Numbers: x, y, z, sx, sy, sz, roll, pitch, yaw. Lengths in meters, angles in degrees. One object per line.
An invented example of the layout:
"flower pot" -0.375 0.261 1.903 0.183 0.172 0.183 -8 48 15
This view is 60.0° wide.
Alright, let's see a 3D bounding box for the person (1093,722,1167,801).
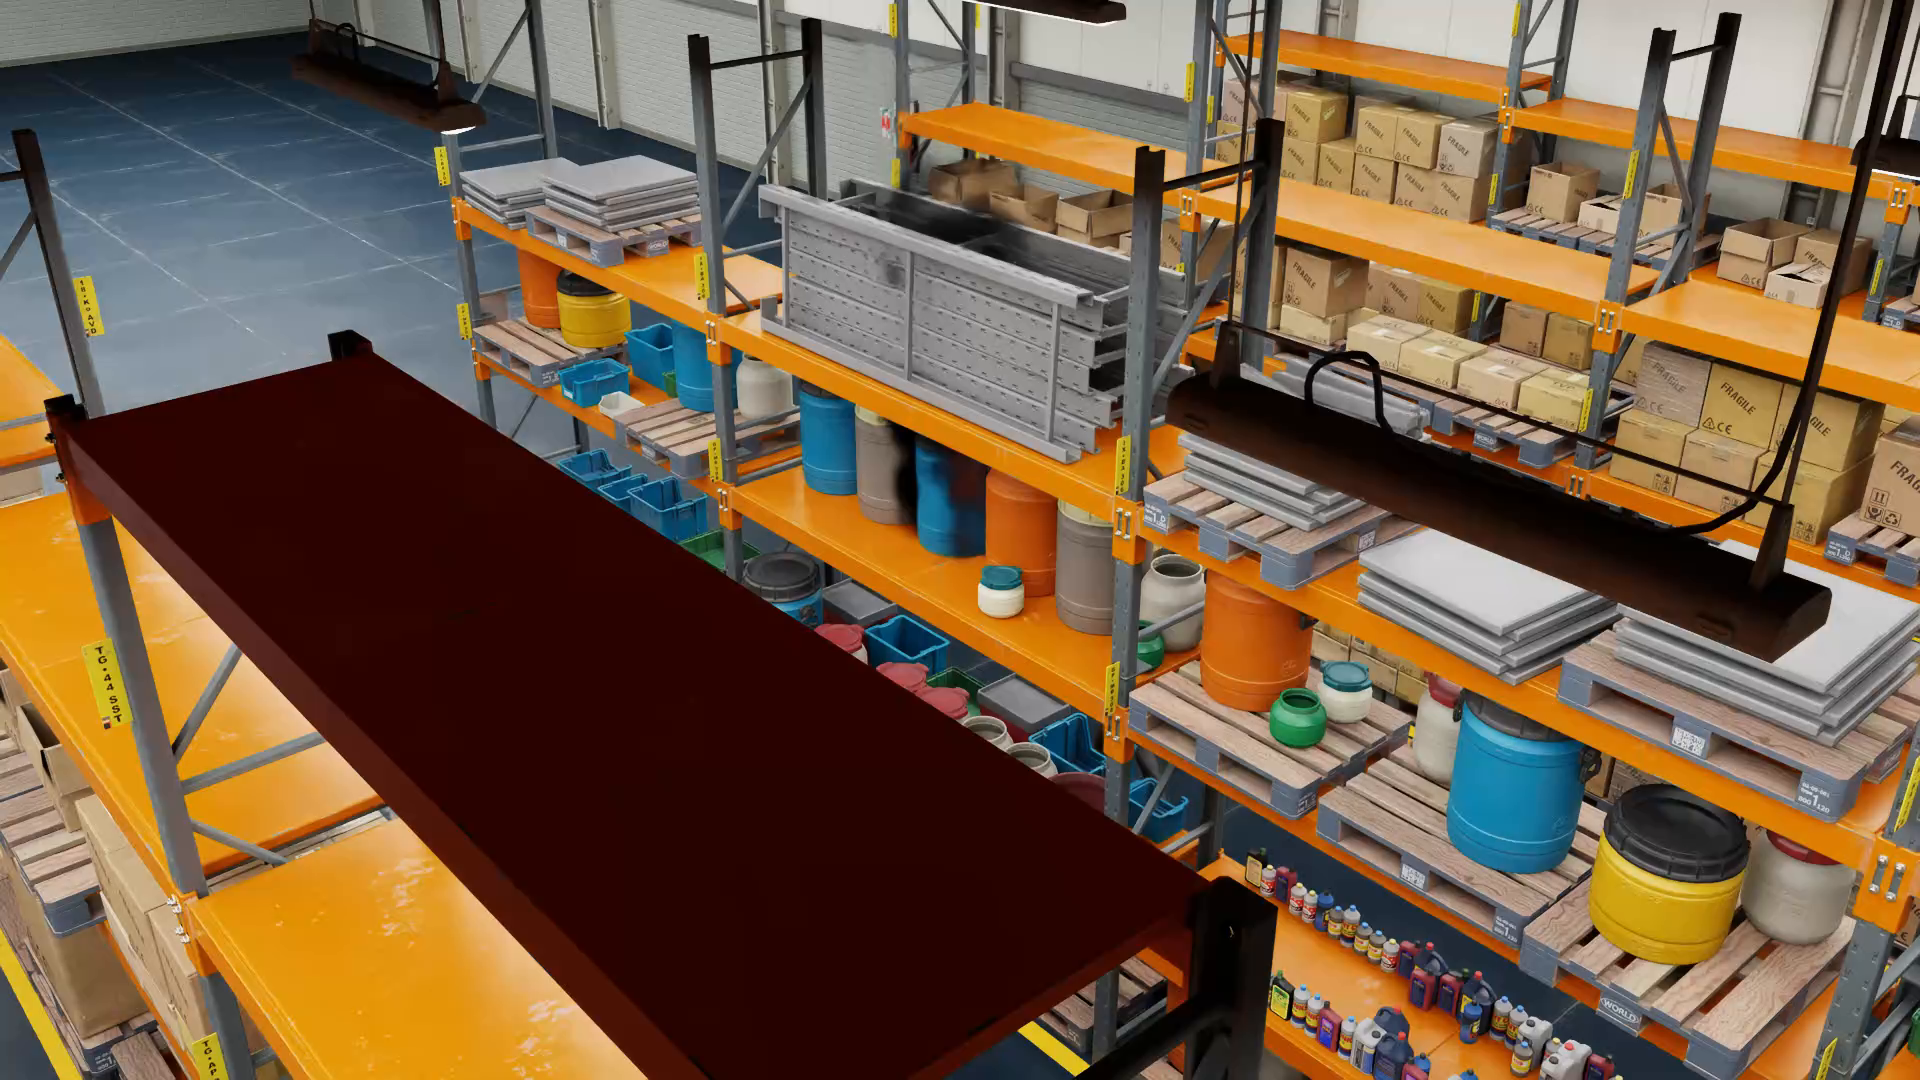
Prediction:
"person" 1.337 1.366 13.055 0.560 1.713 0.742 -22 34 -36
